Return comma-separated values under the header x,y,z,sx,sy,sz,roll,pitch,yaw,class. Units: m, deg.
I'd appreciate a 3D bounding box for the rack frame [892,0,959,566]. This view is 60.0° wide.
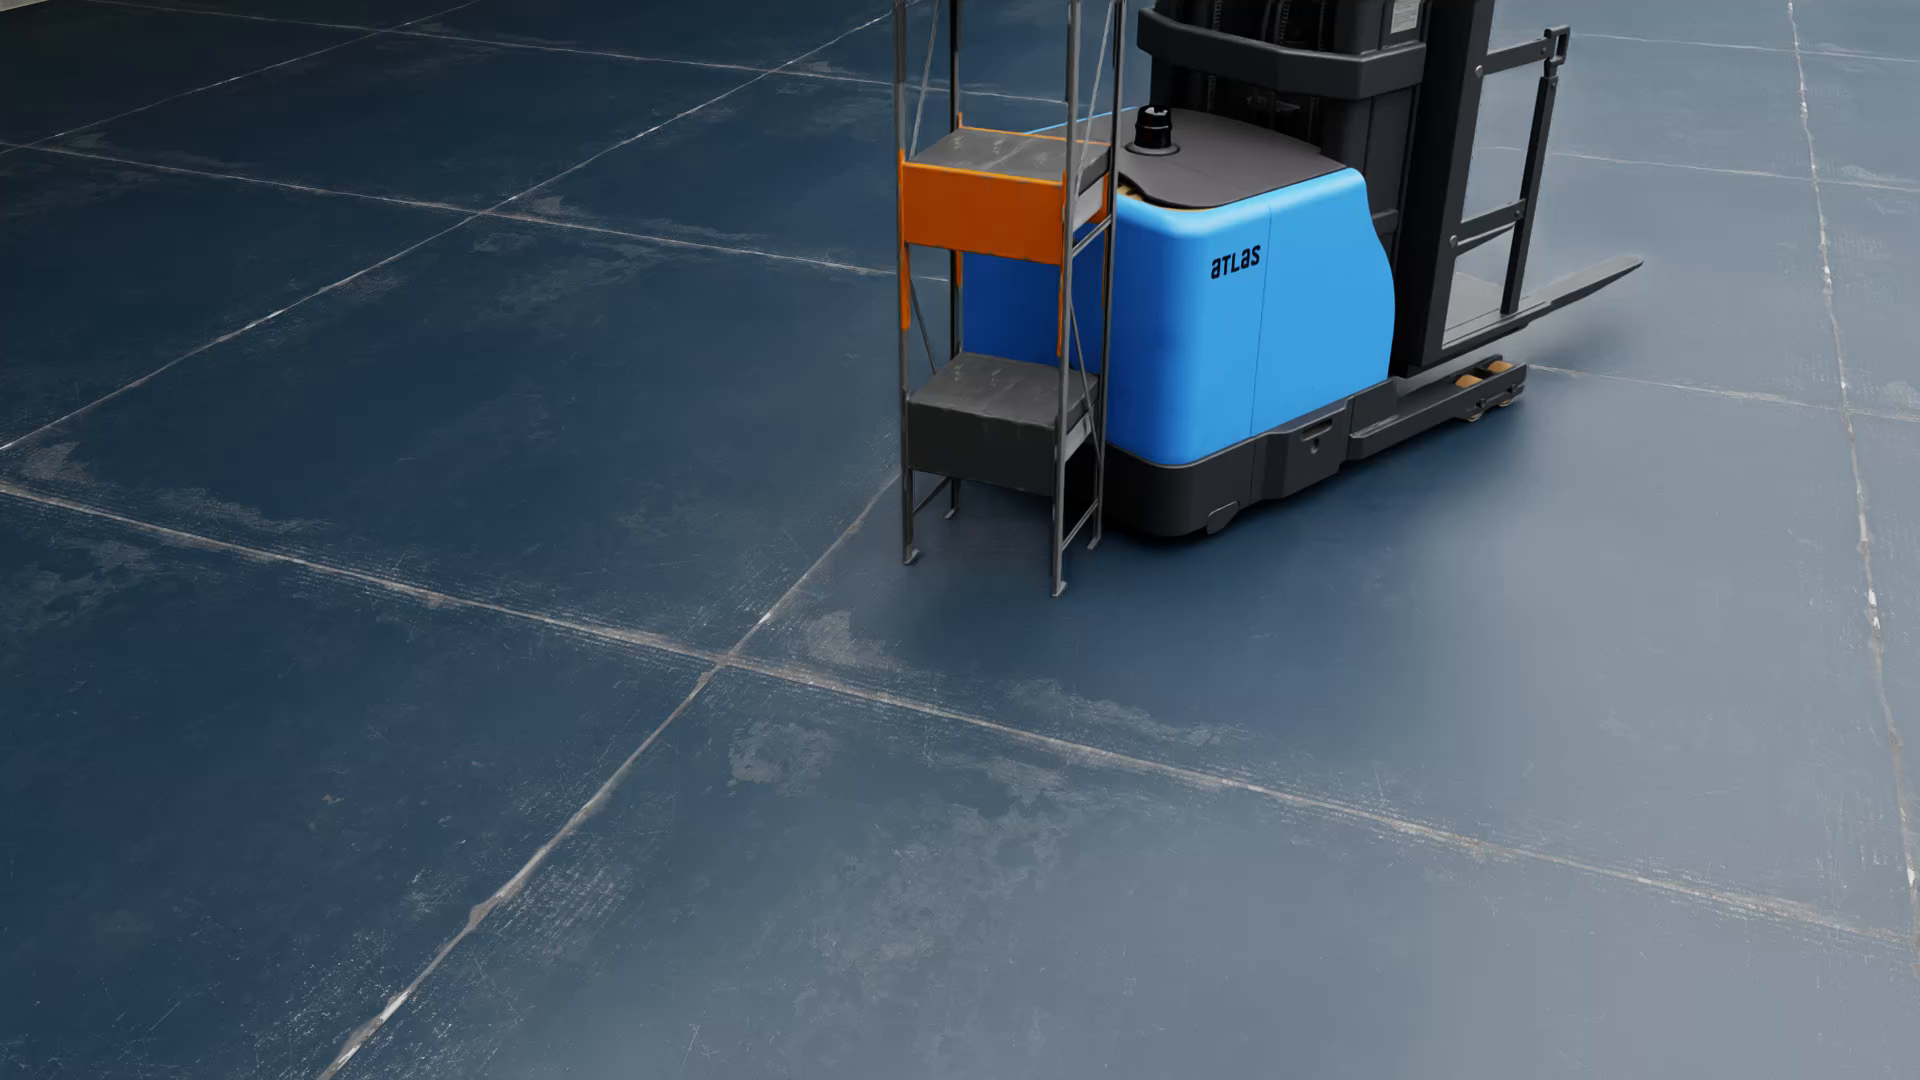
x,y,z,sx,sy,sz,roll,pitch,yaw,class
-0.089,-0.926,4.754,0.015,2.100,0.400,12,32,20,rack frame

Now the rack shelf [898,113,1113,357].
x,y,z,sx,sy,sz,roll,pitch,yaw,class
0.135,-0.866,4.676,0.480,0.518,0.431,12,32,20,rack shelf

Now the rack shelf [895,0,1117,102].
x,y,z,sx,sy,sz,roll,pitch,yaw,class
0.135,-1.476,4.332,0.480,0.518,0.431,12,32,20,rack shelf

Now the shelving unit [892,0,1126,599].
x,y,z,sx,sy,sz,roll,pitch,yaw,class
0.135,-0.878,4.669,0.503,2.100,0.431,12,32,20,shelving unit

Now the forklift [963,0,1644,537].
x,y,z,sx,sy,sz,roll,pitch,yaw,class
1.447,-1.880,5.597,3.031,2.935,1.130,-23,37,-34,forklift

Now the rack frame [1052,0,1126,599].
x,y,z,sx,sy,sz,roll,pitch,yaw,class
0.359,-0.830,4.585,0.015,2.100,0.400,12,32,20,rack frame

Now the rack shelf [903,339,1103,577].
x,y,z,sx,sy,sz,roll,pitch,yaw,class
0.135,-0.257,5.021,0.480,0.518,0.431,12,32,20,rack shelf
